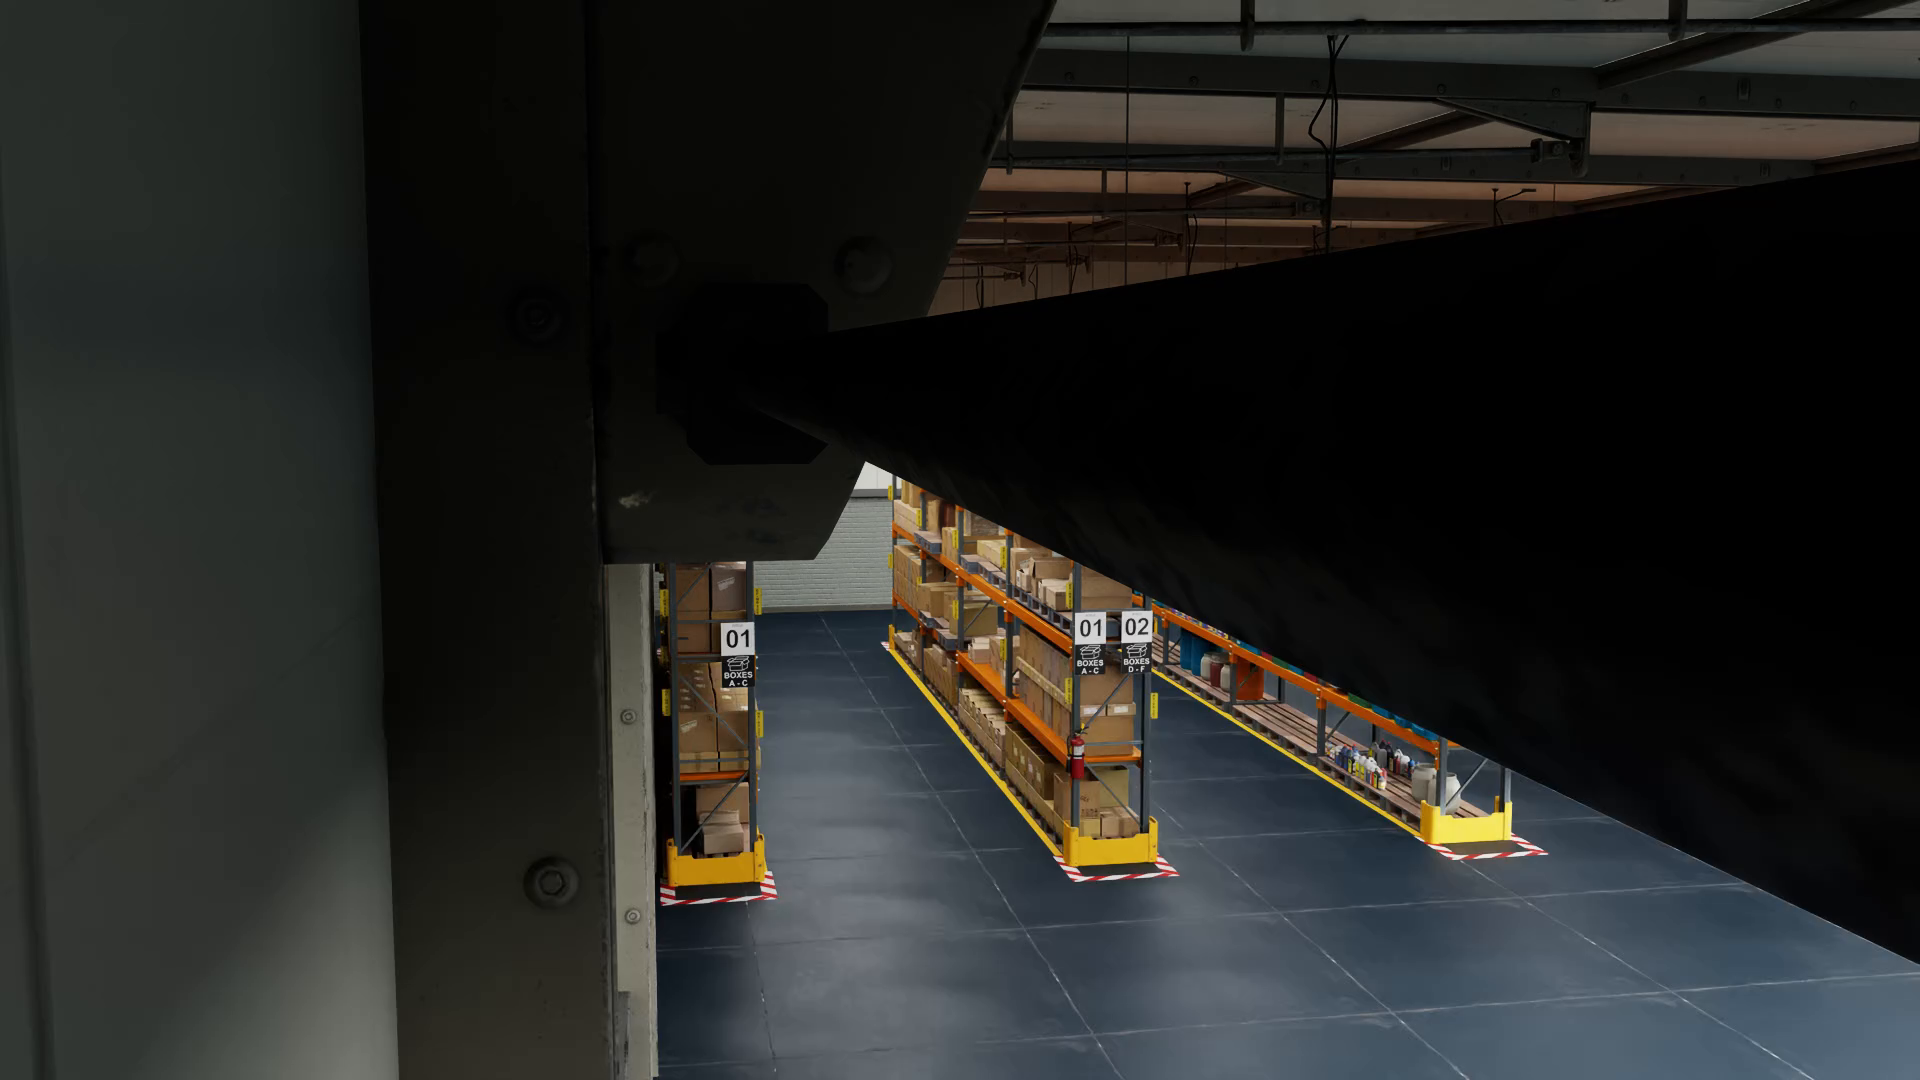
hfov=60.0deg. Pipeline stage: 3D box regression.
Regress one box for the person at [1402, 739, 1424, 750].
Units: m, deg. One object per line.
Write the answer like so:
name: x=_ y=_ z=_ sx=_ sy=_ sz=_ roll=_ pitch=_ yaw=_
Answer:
person: x=7.543 y=2.529 z=27.166 sx=0.633 sy=1.772 sz=0.551 roll=3 pitch=7 yaw=25
